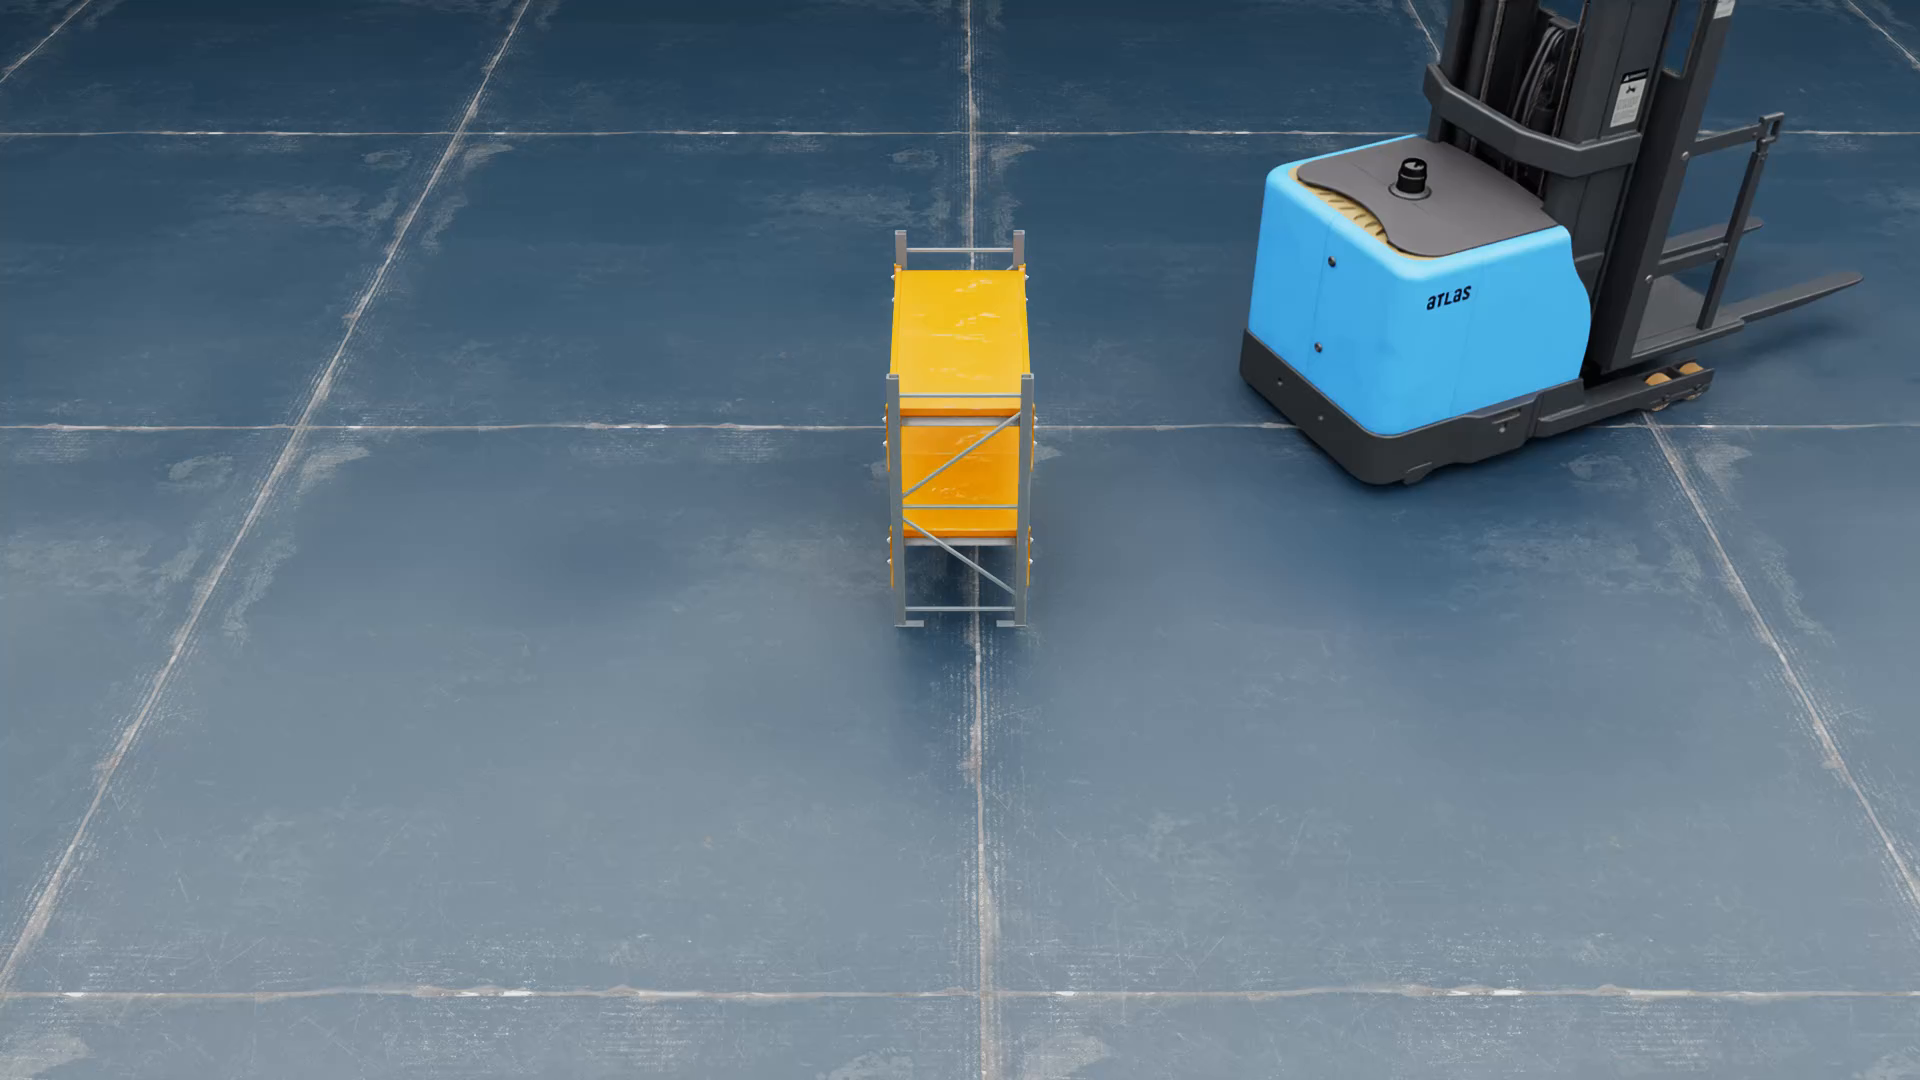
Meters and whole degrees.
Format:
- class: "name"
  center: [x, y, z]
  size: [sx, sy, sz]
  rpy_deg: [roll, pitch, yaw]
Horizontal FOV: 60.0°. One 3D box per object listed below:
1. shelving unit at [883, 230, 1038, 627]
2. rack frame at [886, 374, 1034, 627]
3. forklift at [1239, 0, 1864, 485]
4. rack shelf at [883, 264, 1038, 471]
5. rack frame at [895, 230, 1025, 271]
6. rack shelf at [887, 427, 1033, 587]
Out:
- class: "shelving unit"
  center: [0.000, -0.435, 6.393]
  size: [0.538, 1.125, 1.048]
  rpy_deg: [0, 39, 0]
- class: "rack frame"
  center: [0.001, -0.117, 5.996]
  size: [0.500, 1.125, 0.032]
  rpy_deg: [0, 39, 0]
- class: "forklift"
  center: [2.830, -2.005, 6.908]
  size: [3.031, 2.935, 1.130]
  rpy_deg: [-17, 42, -20]
- class: "rack shelf"
  center: [0.000, -0.663, 6.210]
  size: [0.538, 0.278, 1.000]
  rpy_deg: [0, 39, 0]
- class: "rack frame"
  center: [-0.001, -0.753, 6.790]
  size: [0.500, 1.125, 0.032]
  rpy_deg: [0, 39, 0]
- class: "rack shelf"
  center: [0.000, -0.244, 6.546]
  size: [0.538, 0.278, 1.000]
  rpy_deg: [0, 39, 0]
